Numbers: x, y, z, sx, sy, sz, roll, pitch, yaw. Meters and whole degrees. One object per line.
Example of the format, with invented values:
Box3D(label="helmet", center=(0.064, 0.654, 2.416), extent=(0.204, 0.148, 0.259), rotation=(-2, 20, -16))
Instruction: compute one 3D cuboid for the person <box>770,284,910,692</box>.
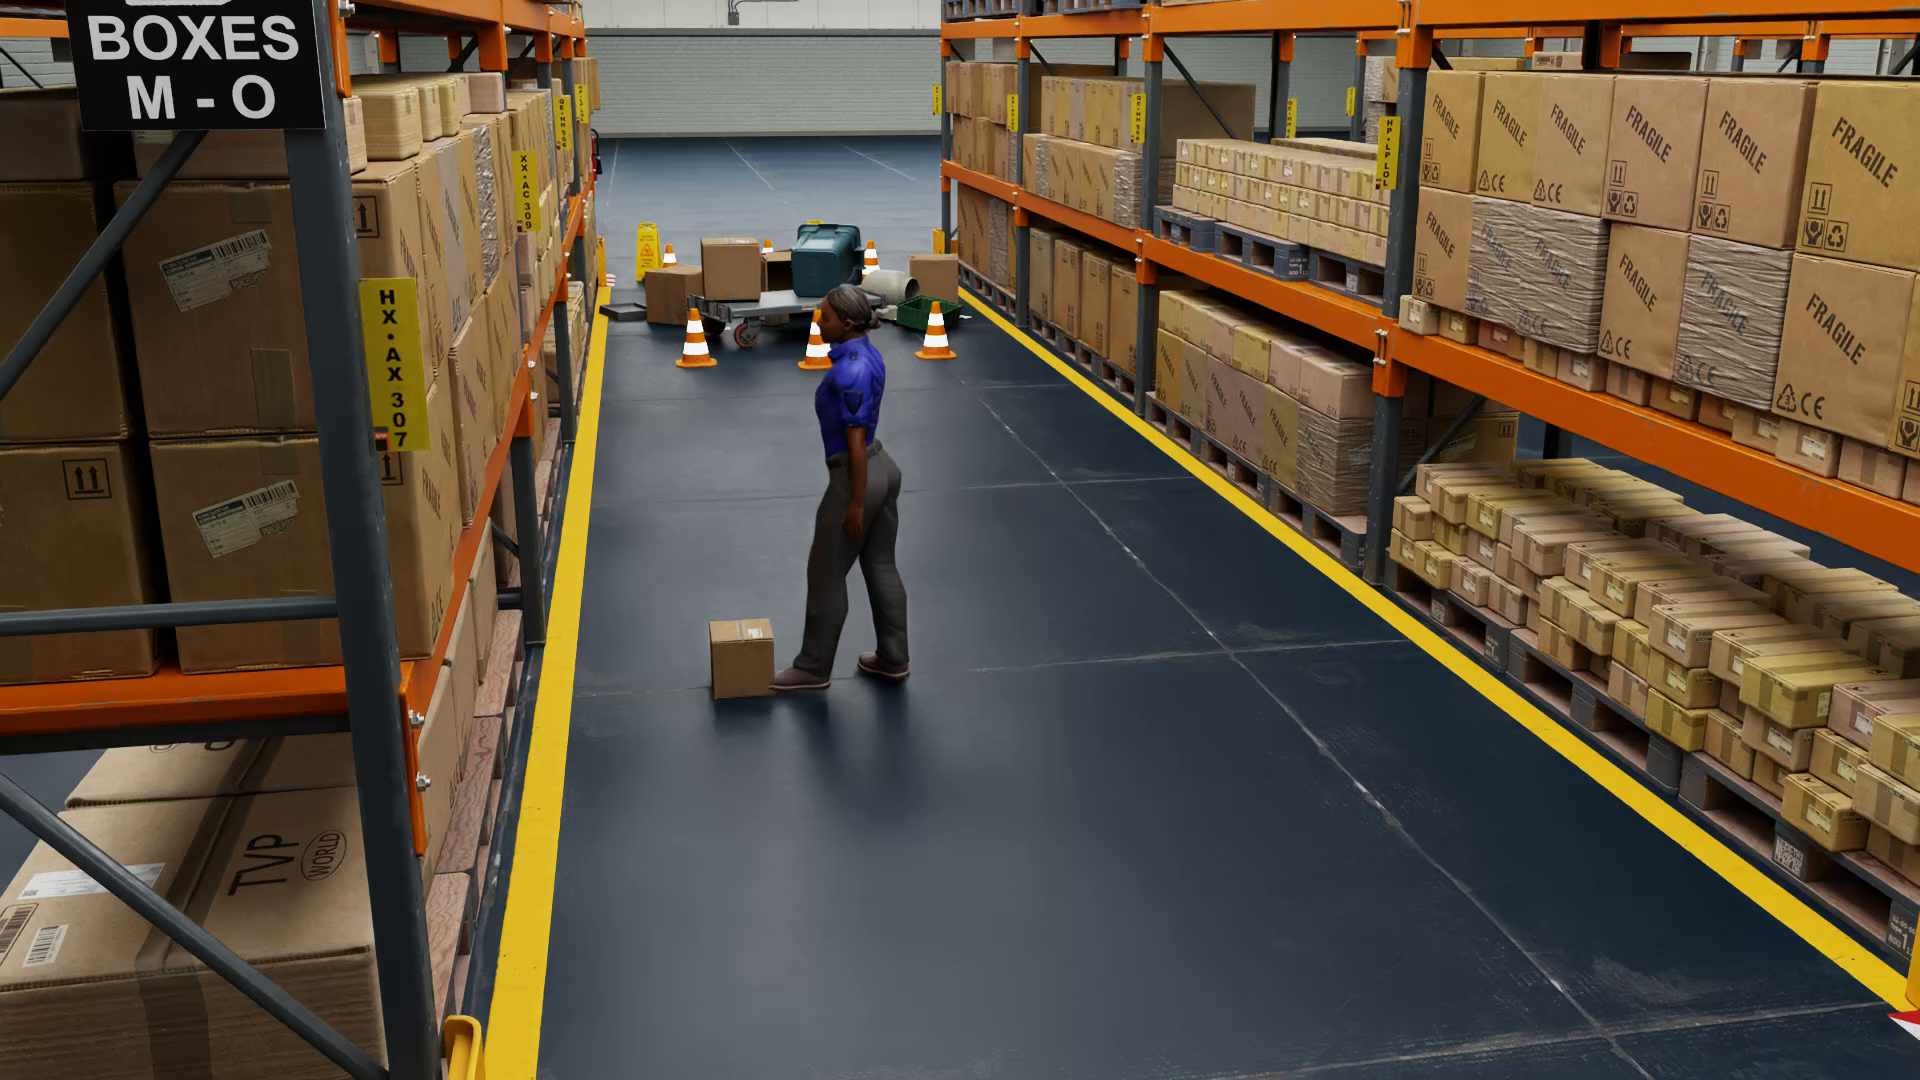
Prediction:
Box3D(label="person", center=(-0.500, -0.217, 6.750), extent=(0.582, 1.649, 0.501), rotation=(4, 17, 12))
